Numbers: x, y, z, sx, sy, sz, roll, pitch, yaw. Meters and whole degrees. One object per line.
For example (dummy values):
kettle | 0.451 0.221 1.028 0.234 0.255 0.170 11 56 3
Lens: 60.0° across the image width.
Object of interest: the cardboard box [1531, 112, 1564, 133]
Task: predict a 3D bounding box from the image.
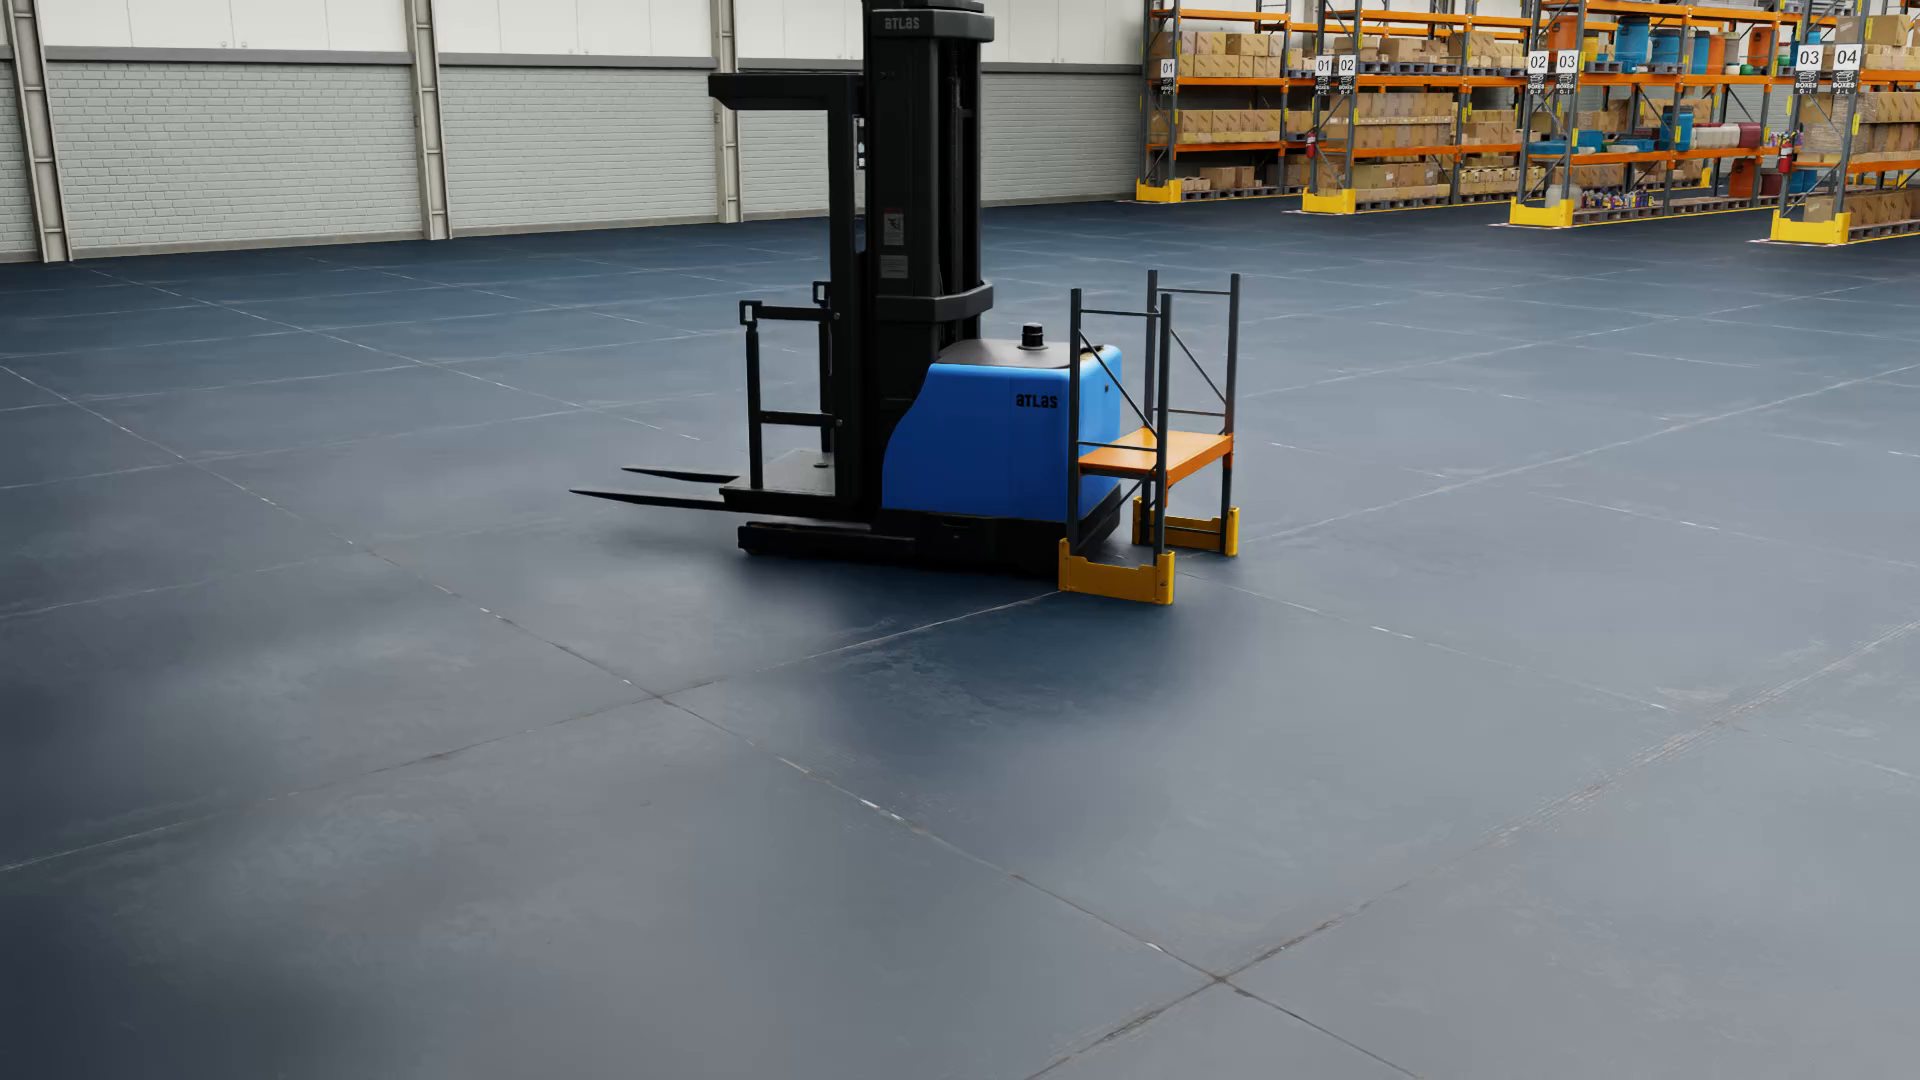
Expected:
cardboard box | 14.296 -10.181 40.545 0.700 0.500 0.500 8 17 28

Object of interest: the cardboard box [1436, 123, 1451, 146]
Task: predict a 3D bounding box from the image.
cardboard box | 10.547 -9.095 37.295 0.500 0.500 0.700 -13 20 -41

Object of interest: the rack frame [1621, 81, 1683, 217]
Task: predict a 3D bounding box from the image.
rack frame | 14.127 -8.159 33.981 0.127 3.000 1.000 -13 19 -39

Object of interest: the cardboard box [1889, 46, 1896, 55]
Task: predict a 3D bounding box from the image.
cardboard box | 15.527 -8.252 28.037 0.250 0.149 0.380 -13 20 -40

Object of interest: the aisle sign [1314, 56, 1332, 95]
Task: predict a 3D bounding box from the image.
aisle sign | 7.618 -9.748 34.894 0.004 0.787 0.394 -13 19 -39

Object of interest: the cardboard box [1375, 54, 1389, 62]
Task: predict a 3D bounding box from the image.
cardboard box | 8.864 -10.209 35.247 0.250 0.149 0.380 -13 19 -39

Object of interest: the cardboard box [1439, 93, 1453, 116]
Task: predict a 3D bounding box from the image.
cardboard box | 10.547 -9.722 37.127 0.500 0.500 0.700 -13 19 -39

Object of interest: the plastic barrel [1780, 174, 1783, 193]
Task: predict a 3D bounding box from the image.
plastic barrel | 18.721 -8.228 38.247 0.421 0.512 0.421 0 15 0

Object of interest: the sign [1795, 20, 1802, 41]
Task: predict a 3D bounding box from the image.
sign | 14.011 -8.505 27.750 0.005 0.325 0.100 -13 19 -39

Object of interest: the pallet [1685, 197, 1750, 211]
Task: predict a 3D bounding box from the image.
pallet | 16.534 -7.365 36.415 1.213 0.211 1.003 -13 19 -39

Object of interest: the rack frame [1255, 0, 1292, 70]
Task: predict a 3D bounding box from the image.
rack frame | 7.623 -12.986 40.427 0.127 3.000 1.000 -13 19 -39

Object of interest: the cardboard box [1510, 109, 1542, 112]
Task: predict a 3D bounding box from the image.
cardboard box | 16.298 -12.177 48.442 0.700 0.700 0.980 -12 19 -37

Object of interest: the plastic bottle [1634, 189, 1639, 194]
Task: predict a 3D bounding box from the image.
plastic bottle | 13.735 -6.954 33.753 0.185 0.351 0.144 -13 19 -39

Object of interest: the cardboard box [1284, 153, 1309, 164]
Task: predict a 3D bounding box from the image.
cardboard box | 8.497 -9.658 42.131 0.500 0.250 0.500 -13 20 -41

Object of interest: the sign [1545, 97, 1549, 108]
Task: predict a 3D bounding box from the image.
sign | 17.021 -12.686 48.228 0.005 0.325 0.100 -13 19 -39

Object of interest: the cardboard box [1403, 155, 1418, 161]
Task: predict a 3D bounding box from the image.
cardboard box | 11.947 -10.175 44.883 0.750 0.750 0.750 -13 20 -40

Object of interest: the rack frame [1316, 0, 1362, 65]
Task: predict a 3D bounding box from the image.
rack frame | 7.860 -11.344 34.282 0.127 3.000 1.000 -13 19 -39

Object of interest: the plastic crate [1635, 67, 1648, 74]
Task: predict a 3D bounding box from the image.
plastic crate | 13.181 -9.130 32.315 0.396 0.136 0.243 -13 19 -39

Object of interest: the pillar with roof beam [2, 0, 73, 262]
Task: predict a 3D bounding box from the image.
pillar with roof beam | -10.713 -7.691 20.606 0.400 9.000 9.100 -13 19 -39

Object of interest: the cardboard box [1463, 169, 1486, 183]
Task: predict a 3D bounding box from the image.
cardboard box | 11.734 -8.374 38.216 0.500 0.311 0.500 -13 20 -40

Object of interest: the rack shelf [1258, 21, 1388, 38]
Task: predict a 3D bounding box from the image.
rack shelf | 9.132 -12.784 41.840 4.000 0.370 1.077 -13 19 -39

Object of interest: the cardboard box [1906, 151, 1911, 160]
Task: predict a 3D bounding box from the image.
cardboard box | 16.595 -6.827 29.484 0.250 0.149 0.380 -13 19 -39

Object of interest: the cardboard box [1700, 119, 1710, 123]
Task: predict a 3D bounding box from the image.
cardboard box | 19.771 -11.076 44.709 0.500 0.500 0.500 -12 19 -38

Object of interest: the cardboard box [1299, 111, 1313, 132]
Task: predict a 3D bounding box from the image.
cardboard box | 8.456 -10.521 41.779 0.500 0.500 0.700 -10 18 -34

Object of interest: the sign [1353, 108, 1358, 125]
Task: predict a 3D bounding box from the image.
sign | 8.220 -8.793 34.526 0.005 0.325 0.100 -13 19 -39

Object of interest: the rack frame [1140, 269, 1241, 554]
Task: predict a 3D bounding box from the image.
rack frame | 1.223 -0.681 8.892 0.500 1.500 0.032 8 17 26

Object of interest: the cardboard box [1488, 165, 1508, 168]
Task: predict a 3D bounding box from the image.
cardboard box | 12.917 -8.824 39.901 0.500 0.311 0.500 -13 20 -41

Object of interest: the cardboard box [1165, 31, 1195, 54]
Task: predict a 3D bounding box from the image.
cardboard box | 5.056 -11.418 38.200 0.500 0.500 0.500 14 21 43

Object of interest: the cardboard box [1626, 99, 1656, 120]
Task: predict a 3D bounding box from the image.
cardboard box | 17.453 -11.035 42.619 0.500 0.500 0.500 -12 19 -38

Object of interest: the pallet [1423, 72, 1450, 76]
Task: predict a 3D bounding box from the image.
pallet | 12.999 -12.634 45.295 1.217 0.209 0.805 -14 20 -42

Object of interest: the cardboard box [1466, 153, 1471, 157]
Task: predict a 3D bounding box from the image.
cardboard box | 14.644 -11.006 47.415 0.250 0.149 0.380 -13 20 -41

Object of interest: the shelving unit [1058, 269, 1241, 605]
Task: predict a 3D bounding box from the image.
shelving unit | 0.995 -0.566 8.464 0.587 1.500 1.083 8 17 26

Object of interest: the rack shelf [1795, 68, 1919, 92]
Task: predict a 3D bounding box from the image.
rack shelf | 15.869 -7.957 28.808 4.000 0.370 1.077 -13 19 -39

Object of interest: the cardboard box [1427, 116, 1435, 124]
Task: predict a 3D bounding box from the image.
cardboard box | 10.232 -9.266 36.678 0.250 0.149 0.380 -13 20 -39

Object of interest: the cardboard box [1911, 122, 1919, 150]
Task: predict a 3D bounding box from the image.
cardboard box | 16.597 -7.244 29.788 0.500 0.500 0.875 -13 19 -39

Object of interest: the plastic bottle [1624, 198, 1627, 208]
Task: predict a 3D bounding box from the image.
plastic bottle | 13.245 -6.715 33.145 0.097 0.201 0.097 0 15 0

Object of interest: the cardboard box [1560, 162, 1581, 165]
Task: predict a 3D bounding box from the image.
cardboard box | 15.255 -9.557 41.754 0.500 0.250 0.500 -13 20 -40

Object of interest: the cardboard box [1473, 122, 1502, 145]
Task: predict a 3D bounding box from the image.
cardboard box | 12.243 -9.473 38.707 0.500 0.500 0.500 -13 19 -39

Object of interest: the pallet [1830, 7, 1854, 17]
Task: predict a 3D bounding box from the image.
pallet | 19.557 -11.982 37.809 1.213 0.211 1.003 -13 19 -39

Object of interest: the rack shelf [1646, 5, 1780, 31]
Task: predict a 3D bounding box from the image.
rack shelf | 15.635 -10.855 34.620 4.000 0.370 1.077 -13 19 -39

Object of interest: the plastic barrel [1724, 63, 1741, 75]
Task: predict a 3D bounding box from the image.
plastic barrel | 16.338 -9.958 35.172 0.301 0.262 0.301 0 15 0

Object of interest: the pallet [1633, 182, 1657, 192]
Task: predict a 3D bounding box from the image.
pallet | 17.432 -9.248 43.462 1.213 0.211 1.003 -13 19 -39

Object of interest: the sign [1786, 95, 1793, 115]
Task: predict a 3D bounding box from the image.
sign | 14.011 -7.340 28.061 0.005 0.325 0.100 -13 19 -39

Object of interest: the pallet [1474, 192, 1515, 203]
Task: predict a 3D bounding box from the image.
pallet | 12.329 -8.116 39.227 1.213 0.211 1.003 -13 19 -39

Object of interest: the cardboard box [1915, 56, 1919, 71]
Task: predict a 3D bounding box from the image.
cardboard box | 16.424 -8.269 28.873 0.500 0.250 0.500 -13 20 -40

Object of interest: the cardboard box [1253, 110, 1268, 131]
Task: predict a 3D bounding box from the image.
cardboard box | 7.097 -10.161 40.276 0.500 0.500 0.500 -13 20 -40

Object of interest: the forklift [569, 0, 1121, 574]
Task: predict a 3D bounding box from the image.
forklift | -0.683 -1.446 8.985 3.031 2.935 1.130 5 16 17

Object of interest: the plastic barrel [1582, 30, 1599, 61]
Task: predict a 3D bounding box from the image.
plastic barrel | 11.886 -9.442 31.794 0.600 0.588 0.600 0 15 0

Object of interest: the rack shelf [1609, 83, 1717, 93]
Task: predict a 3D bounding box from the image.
rack shelf | 18.422 -11.919 43.641 4.000 0.370 1.077 -13 19 -39

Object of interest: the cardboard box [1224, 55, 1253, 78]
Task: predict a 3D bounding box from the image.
cardboard box | 6.621 -11.276 39.608 0.500 0.500 0.500 -14 20 -41

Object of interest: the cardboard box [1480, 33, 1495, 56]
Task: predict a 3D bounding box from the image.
cardboard box | 11.783 -11.263 37.815 0.500 0.500 0.500 -10 18 -34

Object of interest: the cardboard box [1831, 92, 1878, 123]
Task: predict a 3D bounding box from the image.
cardboard box | 14.954 -7.232 27.804 0.500 0.500 0.500 -13 19 -39
